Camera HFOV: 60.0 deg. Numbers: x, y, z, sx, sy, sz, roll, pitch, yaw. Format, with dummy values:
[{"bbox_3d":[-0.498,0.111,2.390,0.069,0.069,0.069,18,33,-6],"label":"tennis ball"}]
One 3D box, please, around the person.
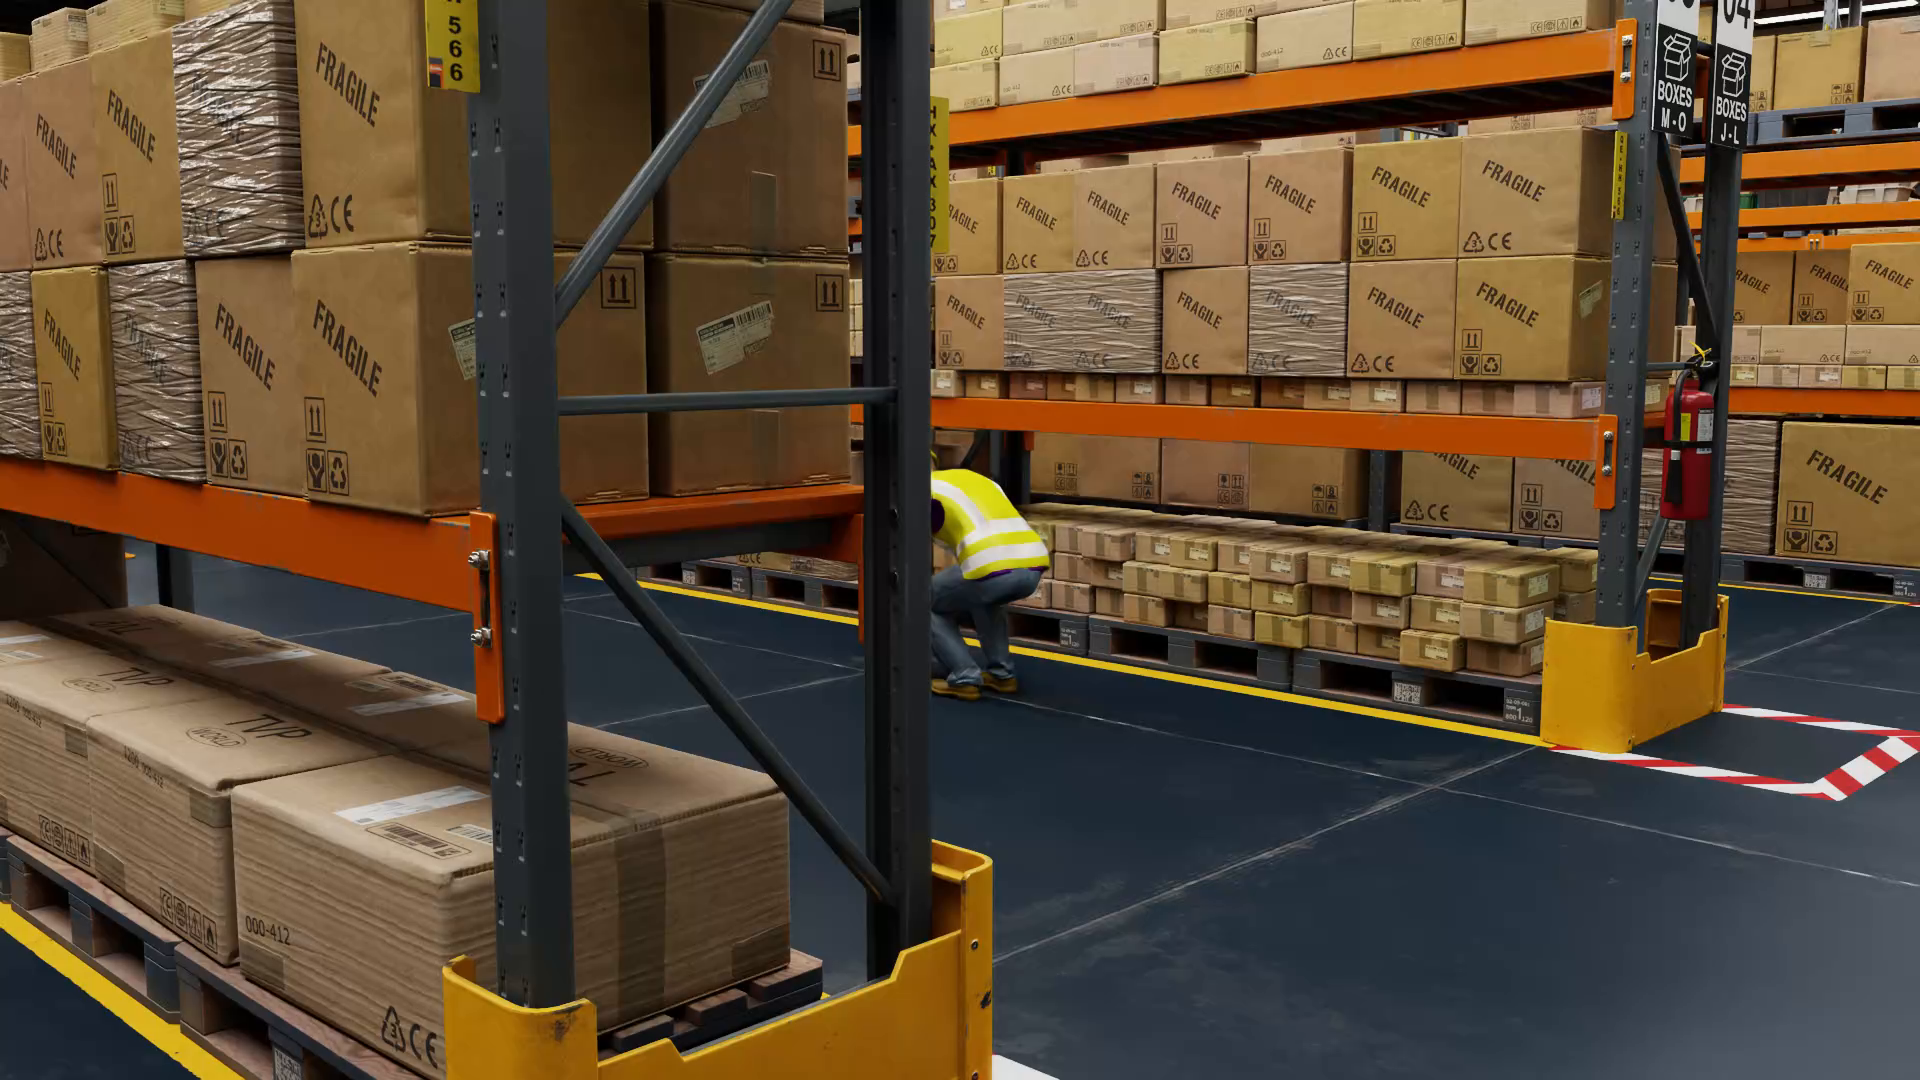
[{"bbox_3d":[-0.006,0.138,7.649,0.607,1.133,0.856,-5,9,-37],"label":"person"}]
